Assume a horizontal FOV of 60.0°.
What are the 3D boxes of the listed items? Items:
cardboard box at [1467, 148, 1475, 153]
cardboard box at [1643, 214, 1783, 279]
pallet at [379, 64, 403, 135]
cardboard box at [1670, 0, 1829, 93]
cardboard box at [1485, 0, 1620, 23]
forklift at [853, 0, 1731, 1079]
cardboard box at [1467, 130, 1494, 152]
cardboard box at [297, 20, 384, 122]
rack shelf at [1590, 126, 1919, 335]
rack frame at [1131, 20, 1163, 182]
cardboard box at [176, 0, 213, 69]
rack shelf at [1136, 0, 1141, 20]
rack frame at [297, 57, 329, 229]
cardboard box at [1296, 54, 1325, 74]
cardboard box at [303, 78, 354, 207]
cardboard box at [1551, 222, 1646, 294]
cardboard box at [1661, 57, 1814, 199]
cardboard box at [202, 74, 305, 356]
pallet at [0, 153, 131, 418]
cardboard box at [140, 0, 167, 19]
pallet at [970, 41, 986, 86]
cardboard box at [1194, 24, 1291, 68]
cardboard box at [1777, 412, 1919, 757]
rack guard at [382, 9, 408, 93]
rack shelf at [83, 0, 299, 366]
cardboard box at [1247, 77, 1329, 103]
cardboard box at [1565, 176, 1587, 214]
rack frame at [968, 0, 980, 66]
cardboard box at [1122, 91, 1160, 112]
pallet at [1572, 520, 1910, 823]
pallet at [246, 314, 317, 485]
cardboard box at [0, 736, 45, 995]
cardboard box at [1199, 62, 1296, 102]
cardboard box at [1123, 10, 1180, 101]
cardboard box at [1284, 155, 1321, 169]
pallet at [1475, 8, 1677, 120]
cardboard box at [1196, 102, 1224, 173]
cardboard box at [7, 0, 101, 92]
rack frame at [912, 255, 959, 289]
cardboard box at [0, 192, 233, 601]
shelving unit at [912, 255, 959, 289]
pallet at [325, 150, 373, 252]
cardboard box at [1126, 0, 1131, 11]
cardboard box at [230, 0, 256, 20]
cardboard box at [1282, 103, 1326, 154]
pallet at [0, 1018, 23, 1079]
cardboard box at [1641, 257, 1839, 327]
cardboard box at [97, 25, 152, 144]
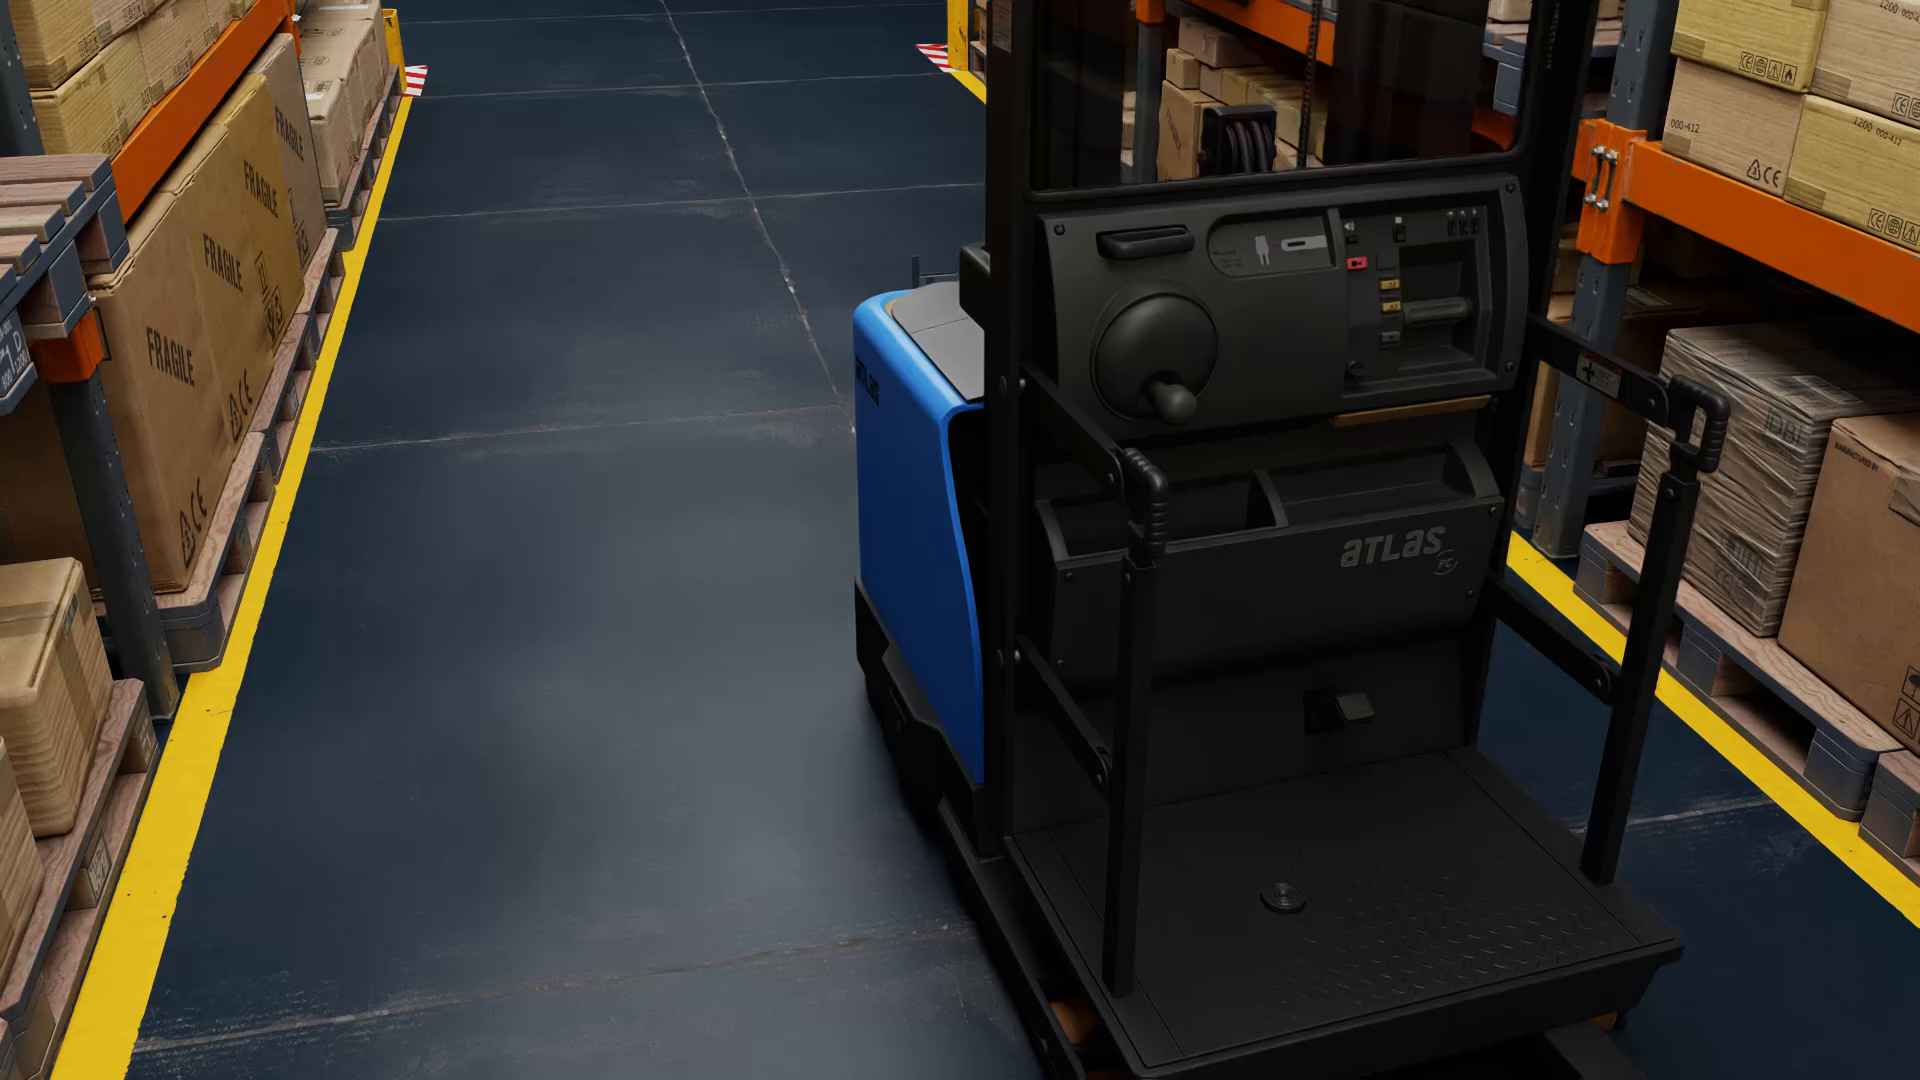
[{"bbox_3d":[1.753,-1.367,6.217,0.380,0.149,0.250,-6,27,-12],"label":"cardboard box"},{"bbox_3d":[2.478,-0.969,5.430,0.380,0.149,0.250,-5,27,-9],"label":"cardboard box"},{"bbox_3d":[-4.090,-2.766,10.496,1.003,0.211,1.213,-6,27,-12],"label":"pallet"},{"bbox_3d":[2.129,-1.282,4.072,0.500,0.250,0.500,-6,27,-12],"label":"cardboard box"},{"bbox_3d":[1.770,-1.672,5.047,0.380,0.149,0.250,-5,27,-11],"label":"cardboard box"},{"bbox_3d":[0.661,-0.388,2.766,1.130,2.935,3.031,-8,28,-16],"label":"forklift"},{"bbox_3d":[2.134,-1.532,6.544,0.380,0.149,0.250,-6,27,-11],"label":"cardboard box"},{"bbox_3d":[-3.886,-2.717,9.682,0.875,0.438,0.875,-5,27,-10],"label":"cardboard box"},{"bbox_3d":[2.742,-0.149,3.014,1.077,0.370,4.000,-6,27,-12],"label":"rack shelf"},{"bbox_3d":[1.390,-3.104,8.070,1.000,3.000,0.127,-6,27,-12],"label":"rack frame"},{"bbox_3d":[-2.769,-1.686,5.428,0.500,0.250,0.500,-6,27,-12],"label":"cardboard box"},{"bbox_3d":[0.939,-3.661,9.972,1.077,0.370,4.000,-6,27,-12],"label":"rack shelf"},{"bbox_3d":[-3.445,-2.598,7.068,1.000,3.000,0.127,-6,27,-12],"label":"rack frame"},{"bbox_3d":[1.819,-2.218,7.903,0.380,0.149,0.250,-6,27,-12],"label":"cardboard box"},{"bbox_3d":[-3.482,-1.928,8.119,0.875,0.438,0.875,-6,27,-12],"label":"cardboard box"},{"bbox_3d":[1.934,-0.900,5.292,0.380,0.149,0.250,-7,28,-14],"label":"cardboard box"},{"bbox_3d":[2.154,-1.061,4.190,0.500,0.250,0.500,-6,27,-11],"label":"cardboard box"},{"bbox_3d":[-3.016,-1.177,6.145,0.875,0.875,0.875,-5,27,-10],"label":"cardboard box"},{"bbox_3d":[-2.279,-0.454,3.034,1.213,0.211,1.003,-6,27,-12],"label":"pallet"},{"bbox_3d":[-2.633,-1.693,4.886,0.500,0.250,0.500,-6,27,-12],"label":"cardboard box"},{"bbox_3d":[0.686,-3.231,11.418,1.003,0.211,1.213,-6,27,-12],"label":"pallet"},{"bbox_3d":[1.317,-2.304,7.744,0.380,0.149,0.250,-7,28,-14],"label":"cardboard box"},{"bbox_3d":[2.574,0.086,3.920,0.875,0.625,0.625,-5,27,-10],"label":"cardboard box"},{"bbox_3d":[-4.352,-3.249,11.131,1.175,0.500,0.348,-6,27,-12],"label":"rack guard"},{"bbox_3d":[-2.994,-1.399,5.491,1.077,0.370,4.000,-6,27,-12],"label":"rack shelf"},{"bbox_3d":[1.493,-1.936,7.345,0.380,0.149,0.250,-6,27,-12],"label":"cardboard box"},{"bbox_3d":[2.310,-1.190,5.867,0.380,0.149,0.250,-6,27,-11],"label":"cardboard box"},{"bbox_3d":[0.489,-4.860,11.549,1.000,3.000,0.127,-6,27,-12],"label":"rack frame"},{"bbox_3d":[0.898,-2.442,9.328,0.396,0.266,0.258,-5,27,-10],"label":"cardboard box"},{"bbox_3d":[2.439,0.263,4.496,1.003,0.211,1.213,-6,27,-12],"label":"pallet"},{"bbox_3d":[-2.919,-0.485,5.977,1.003,0.211,1.213,-6,27,-12],"label":"pallet"},{"bbox_3d":[-2.252,0.716,2.953,0.950,0.372,0.625,-6,27,-13],"label":"cardboard box"},{"bbox_3d":[1.350,-2.167,7.802,0.380,0.149,0.250,-7,28,-13],"label":"cardboard box"},{"bbox_3d":[0.923,-2.818,9.813,0.700,0.500,0.500,-7,28,-14],"label":"cardboard box"},{"bbox_3d":[1.629,-1.259,6.724,0.500,0.500,0.500,-7,28,-13],"label":"cardboard box"},{"bbox_3d":[2.070,-1.552,5.210,1.213,0.211,1.003,-6,27,-12],"label":"pallet"},{"bbox_3d":[1.410,-1.707,7.612,0.500,0.500,0.500,-6,27,-12],"label":"cardboard box"},{"bbox_3d":[-2.417,-1.246,4.001,0.500,0.250,0.500,-6,27,-12],"label":"cardboard box"},{"bbox_3d":[-0.025,-0.450,5.143,0.240,0.900,0.006,-6,27,-12],"label":"rack frame"},{"bbox_3d":[-2.618,-0.393,4.591,0.875,0.875,0.875,-6,27,-12],"label":"cardboard box"},{"bbox_3d":[-0.002,-0.405,5.054,0.258,0.900,0.210,-6,27,-12],"label":"shelving unit"},{"bbox_3d":[-3.540,-1.695,8.374,1.003,0.211,1.213,-6,27,-12],"label":"pallet"},{"bbox_3d":[0.689,-3.274,10.715,0.700,0.500,0.500,-5,27,-9],"label":"cardboard box"},{"bbox_3d":[-2.985,-2.136,6.319,0.500,0.250,0.500,-6,27,-12],"label":"cardboard box"},{"bbox_3d":[1.567,-1.713,6.904,0.380,0.149,0.250,-5,27,-10],"label":"cardboard box"},{"bbox_3d":[-2.097,1.281,2.479,1.003,0.211,1.213,-6,27,-12],"label":"pallet"},{"bbox_3d":[2.470,-0.633,5.483,0.500,0.500,0.500,-5,27,-10],"label":"cardboard box"},{"bbox_3d":[-2.542,-1.239,4.542,0.500,0.250,0.500,-7,28,-13],"label":"cardboard box"}]
